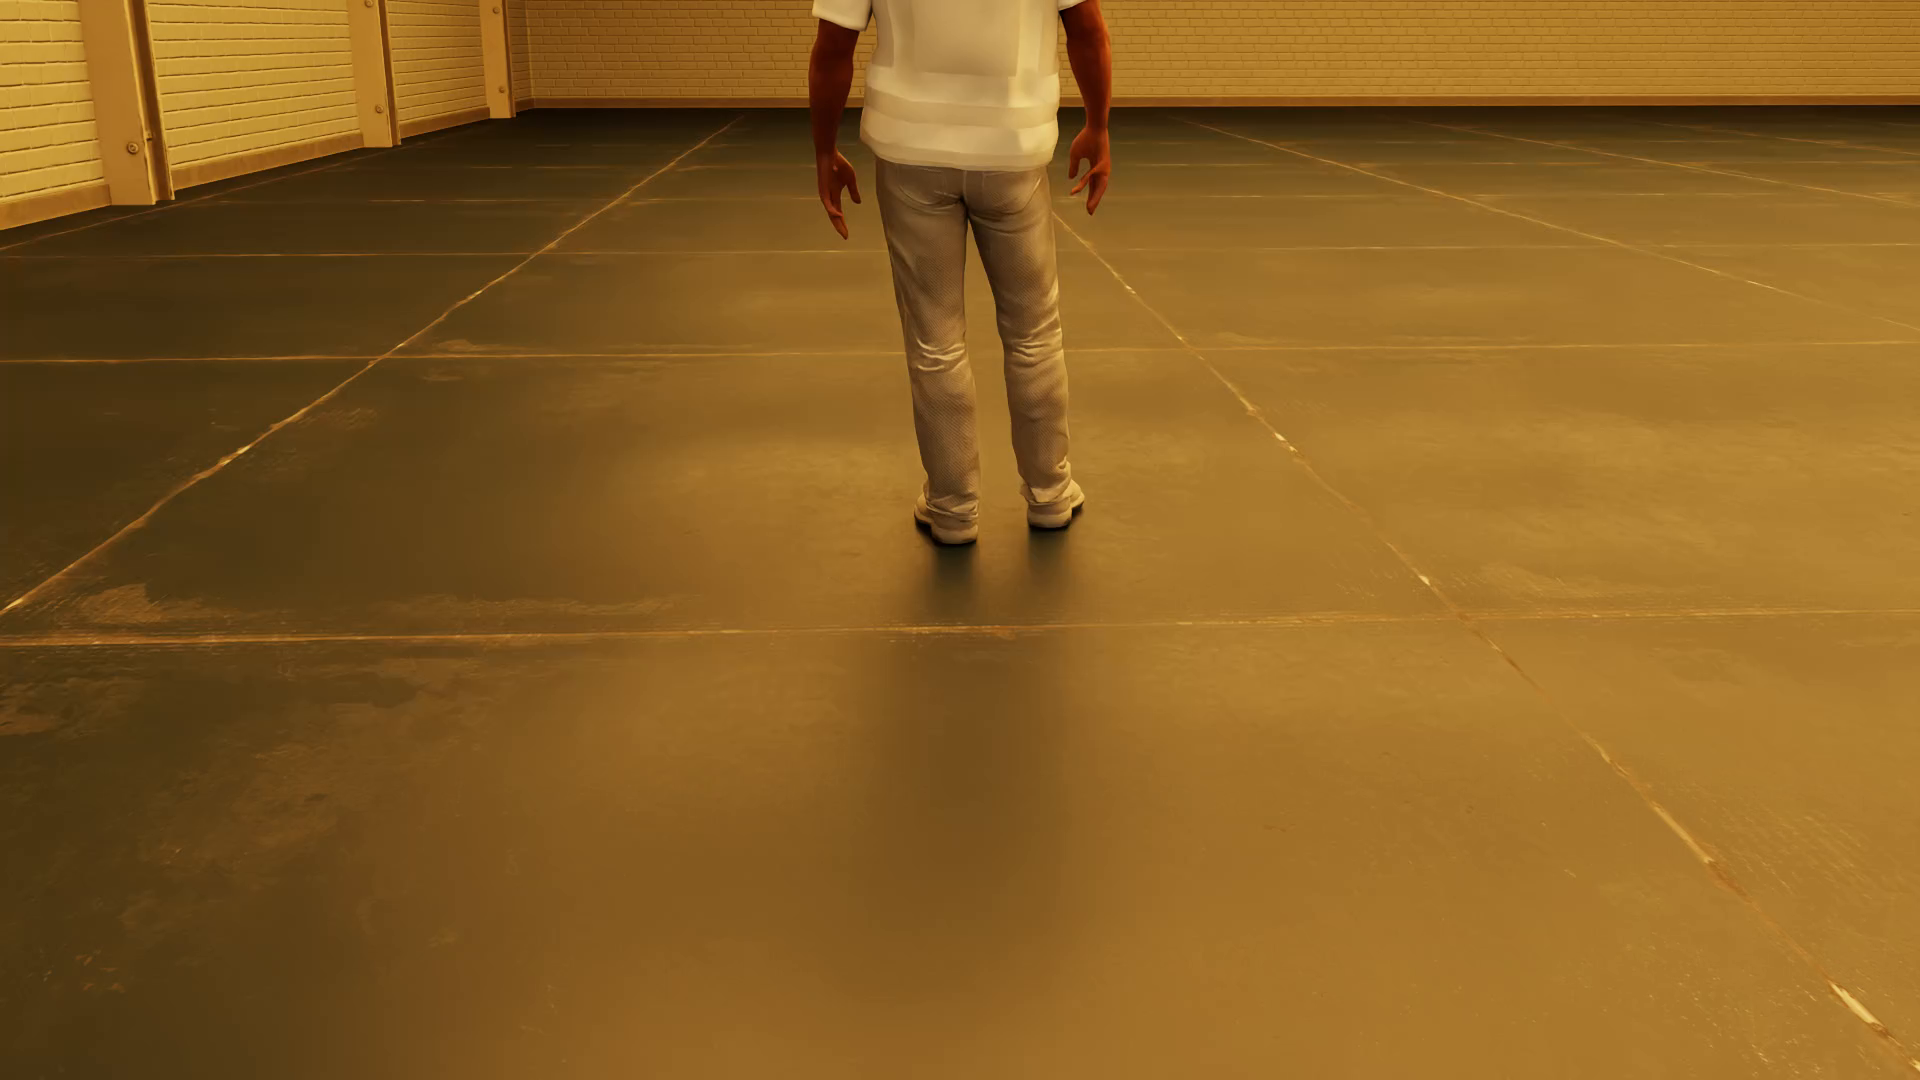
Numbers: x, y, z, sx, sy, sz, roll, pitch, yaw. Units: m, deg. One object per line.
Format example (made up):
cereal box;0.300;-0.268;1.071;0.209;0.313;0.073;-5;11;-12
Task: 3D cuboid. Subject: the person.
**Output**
person;0.003;-0.872;3.724;0.665;1.765;0.577;-1;17;-3
